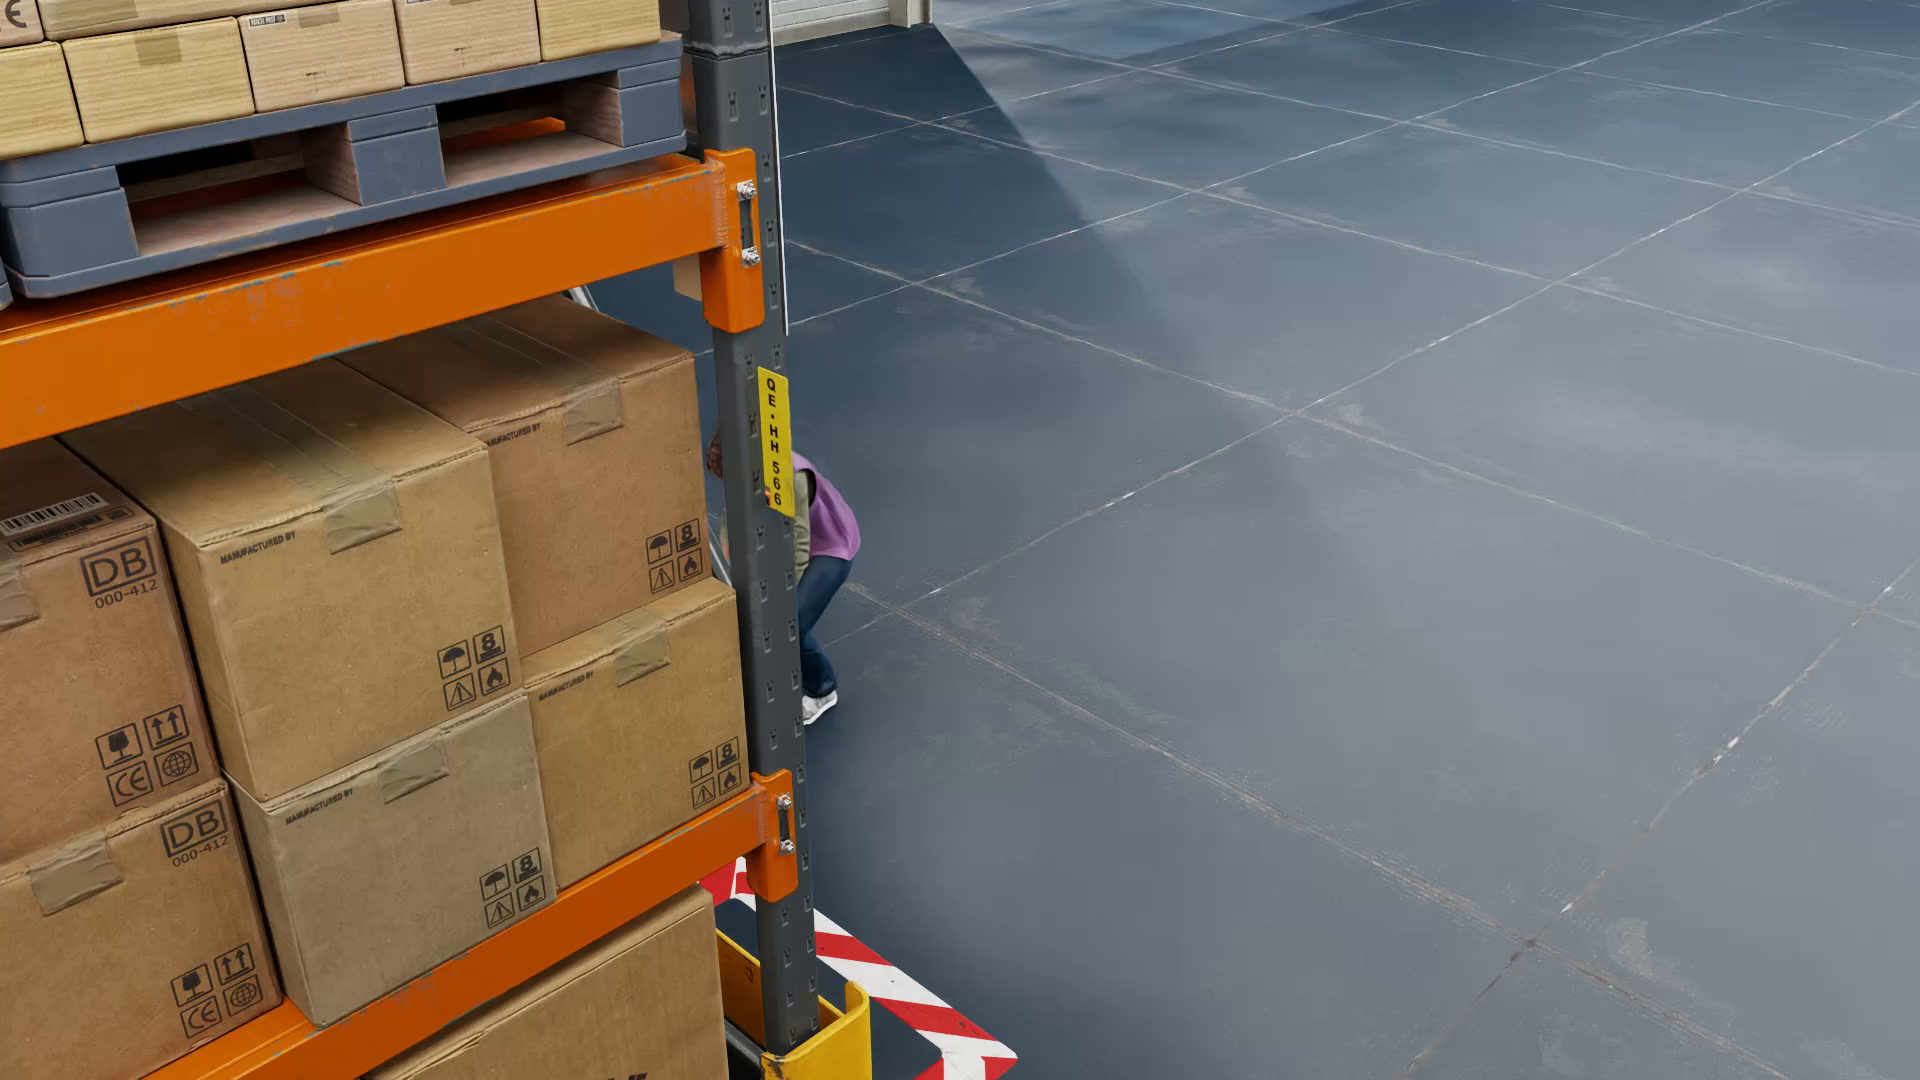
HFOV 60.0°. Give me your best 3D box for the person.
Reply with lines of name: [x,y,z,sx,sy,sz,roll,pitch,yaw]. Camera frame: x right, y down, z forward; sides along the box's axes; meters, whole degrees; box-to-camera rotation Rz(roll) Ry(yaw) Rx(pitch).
person: [-0.647,0.105,6.275,0.463,1.284,0.656,25,37,38]
